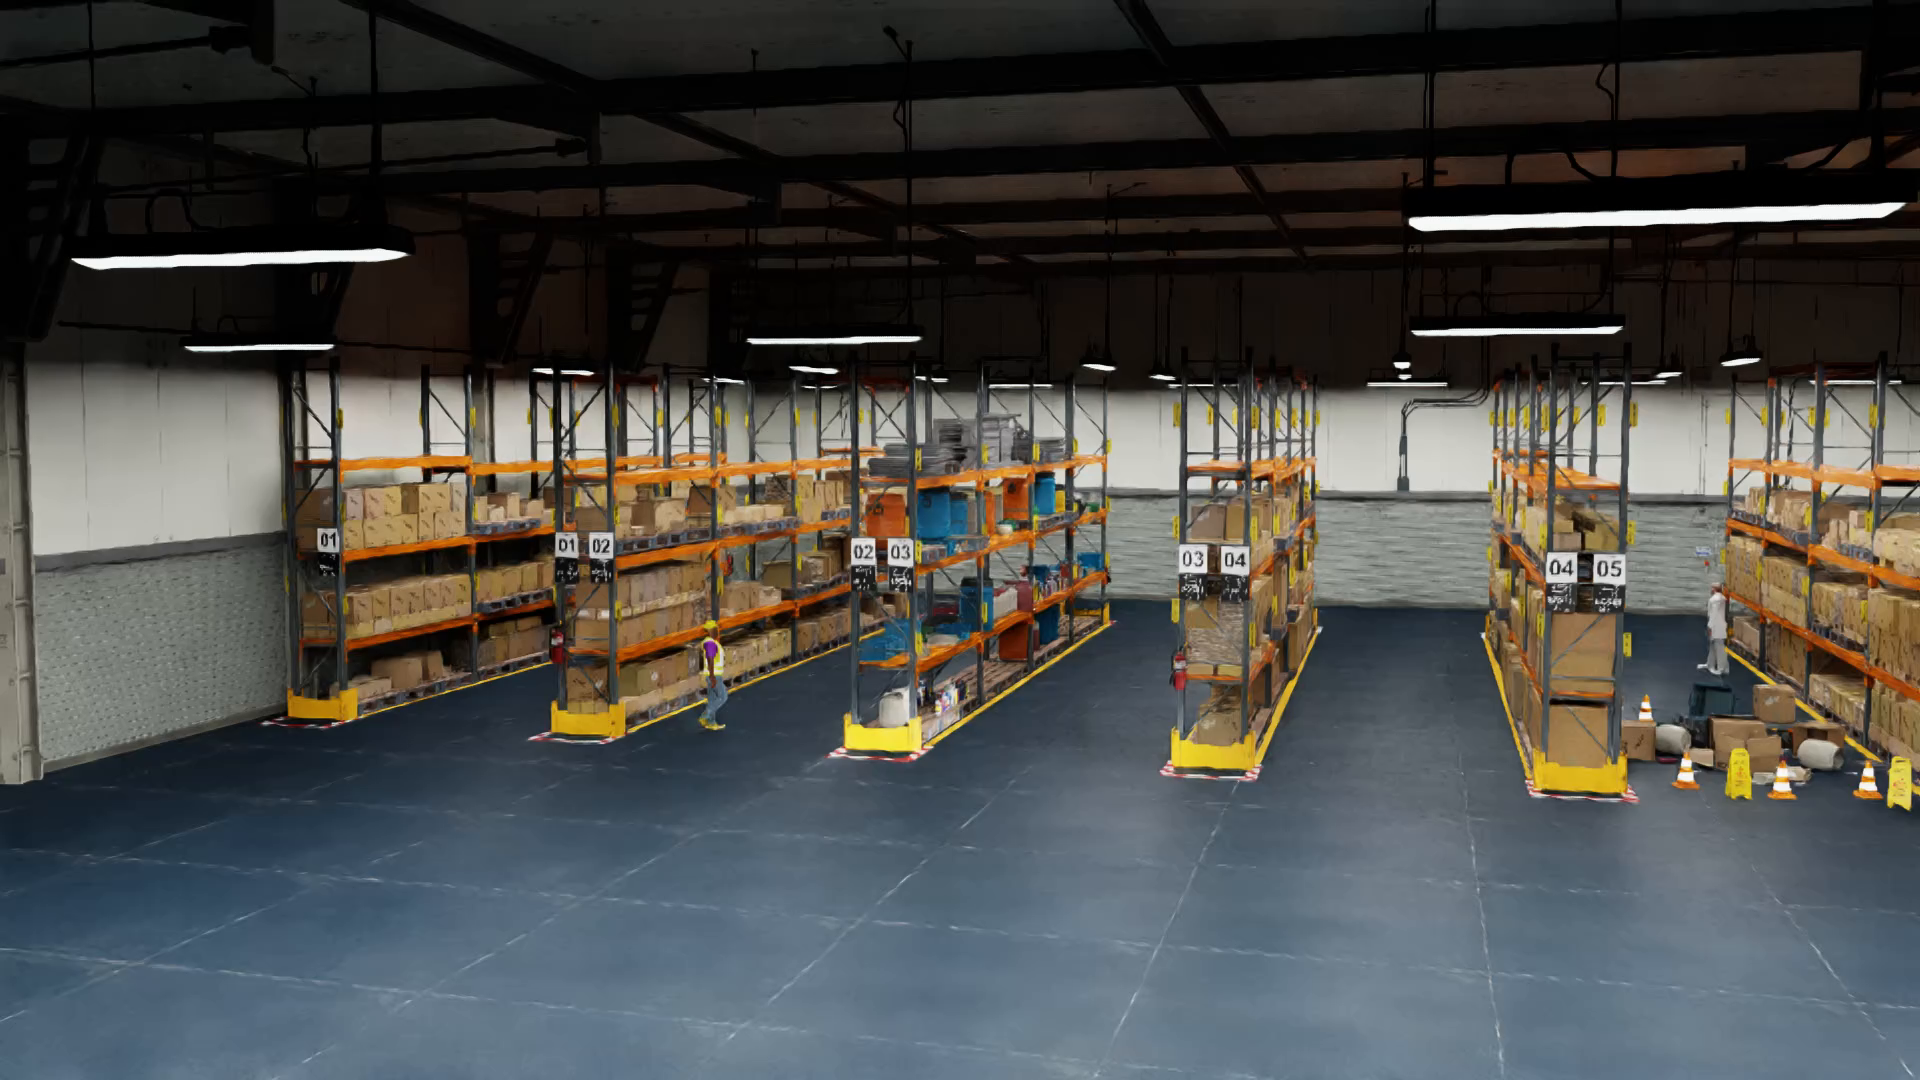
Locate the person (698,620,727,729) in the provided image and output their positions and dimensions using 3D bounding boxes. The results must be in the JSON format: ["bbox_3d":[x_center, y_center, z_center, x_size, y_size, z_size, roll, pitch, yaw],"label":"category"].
[{"bbox_3d":[-3.978,2.163,26.662,0.456,1.763,0.609,-1,4,-13],"label":"person"}]

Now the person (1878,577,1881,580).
[{"bbox_3d":[21.381,1.364,38.860,0.508,1.584,0.469,-3,5,-36],"label":"person"}]

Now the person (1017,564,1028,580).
[{"bbox_3d":[1.493,1.349,38.642,0.447,1.603,1.012,2,5,25],"label":"person"}]

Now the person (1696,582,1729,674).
[{"bbox_3d":[14.797,1.706,32.625,0.653,1.764,0.697,3,5,34],"label":"person"}]
